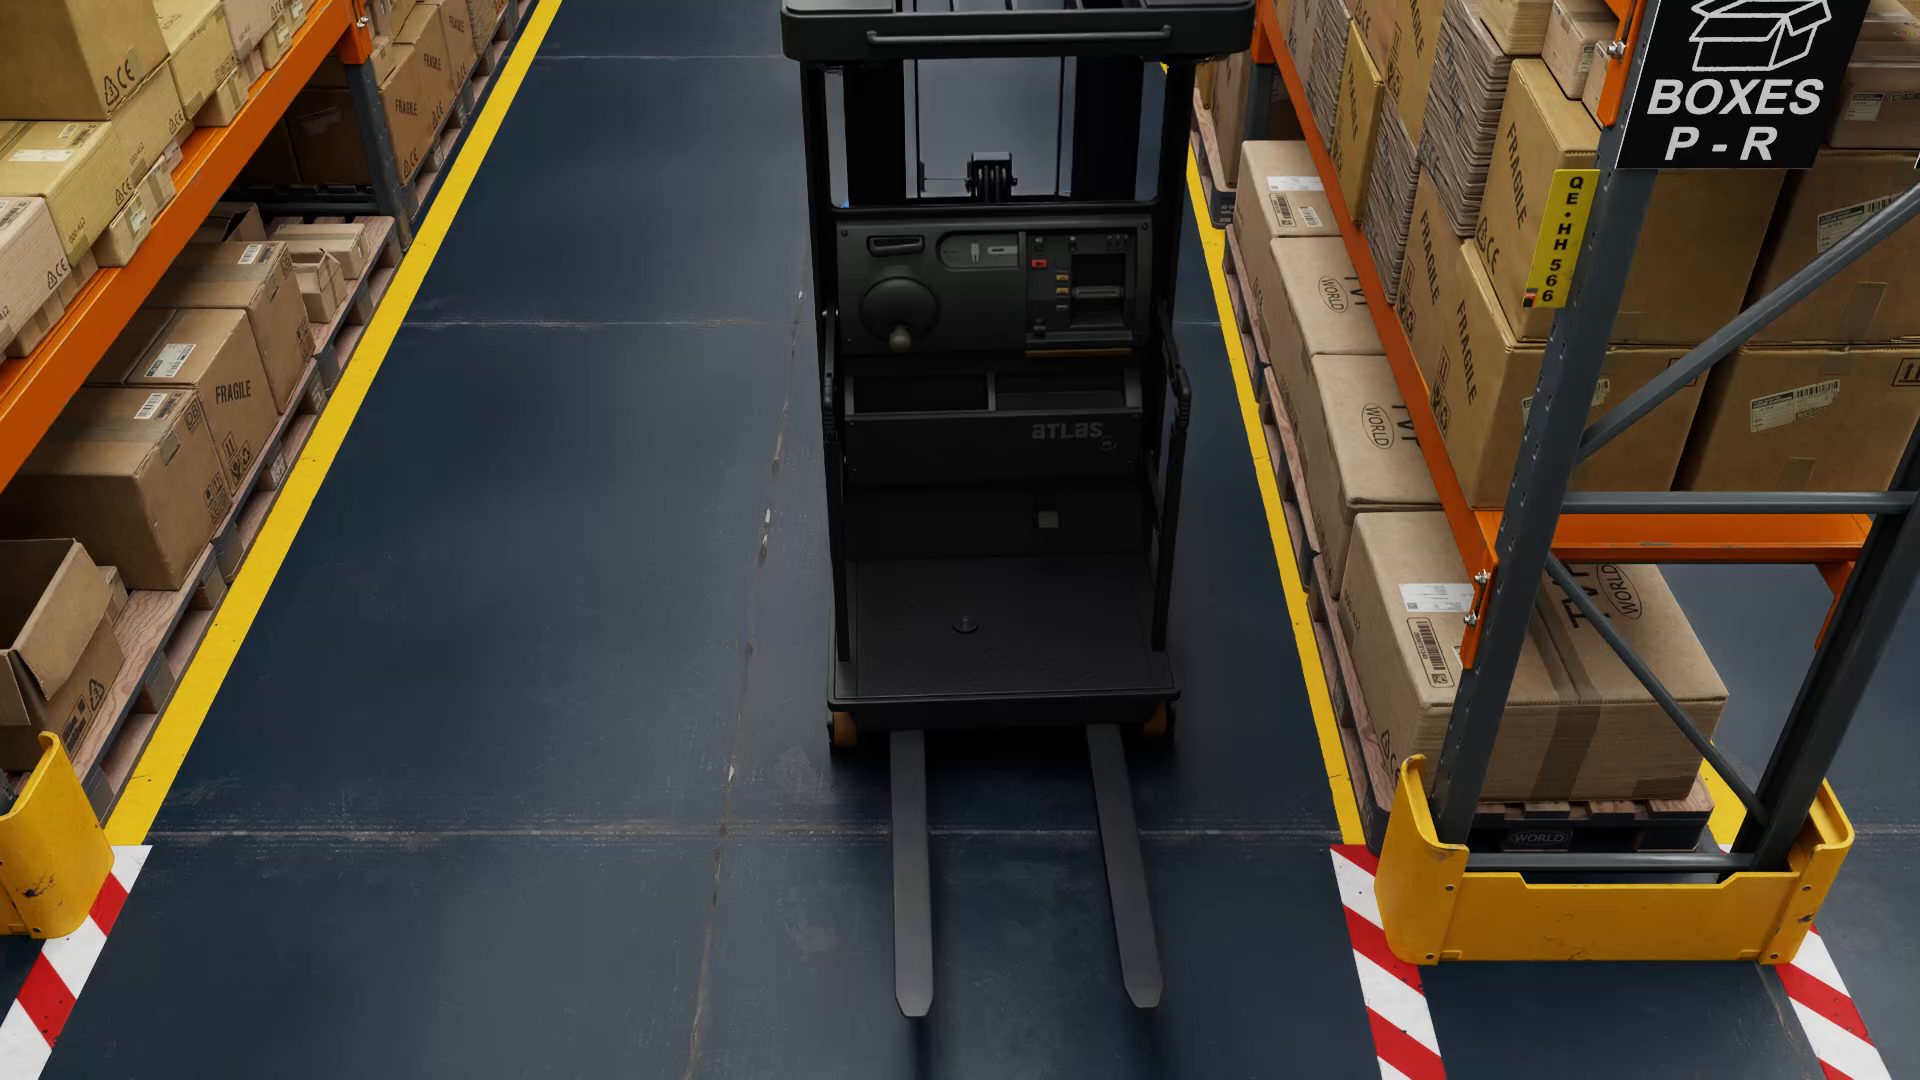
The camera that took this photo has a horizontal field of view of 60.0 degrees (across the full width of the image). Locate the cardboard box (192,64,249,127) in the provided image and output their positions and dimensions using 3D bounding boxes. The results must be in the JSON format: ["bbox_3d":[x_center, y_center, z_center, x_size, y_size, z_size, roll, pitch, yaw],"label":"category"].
[{"bbox_3d":[-2.848,-1.632,6.089,0.380,0.149,0.250,-1,39,-1],"label":"cardboard box"}]

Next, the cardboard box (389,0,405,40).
[{"bbox_3d":[-2.973,-2.578,8.213,0.380,0.149,0.250,-2,39,-2],"label":"cardboard box"}]

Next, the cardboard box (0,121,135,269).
[{"bbox_3d":[-2.880,-1.051,5.044,0.500,0.250,0.500,-1,39,-1],"label":"cardboard box"}]

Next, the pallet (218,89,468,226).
[{"bbox_3d":[-3.188,-1.999,8.575,1.003,0.211,1.213,0,39,0],"label":"pallet"}]

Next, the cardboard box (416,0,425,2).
[{"bbox_3d":[-2.950,-2.906,8.621,0.380,0.149,0.250,0,39,0],"label":"cardboard box"}]

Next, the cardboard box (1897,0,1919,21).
[{"bbox_3d":[2.139,-1.314,4.092,0.380,0.149,0.250,1,39,1],"label":"cardboard box"}]

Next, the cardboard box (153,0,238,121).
[{"bbox_3d":[-2.902,-1.692,5.845,0.500,0.250,0.500,0,39,0],"label":"cardboard box"}]

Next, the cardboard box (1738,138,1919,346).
[{"bbox_3d":[2.103,-0.812,3.985,0.500,0.500,0.500,-1,39,-1],"label":"cardboard box"}]

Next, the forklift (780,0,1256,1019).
[{"bbox_3d":[0.116,-0.679,4.754,1.130,2.935,3.031,-2,39,-2],"label":"forklift"}]

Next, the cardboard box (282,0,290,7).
[{"bbox_3d":[-2.905,-2.317,6.625,0.500,0.250,0.500,1,39,1],"label":"cardboard box"}]

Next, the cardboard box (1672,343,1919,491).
[{"bbox_3d":[2.106,-0.422,4.298,0.500,0.500,0.500,0,39,0],"label":"cardboard box"}]

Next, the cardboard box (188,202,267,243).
[{"bbox_3d":[-3.385,-1.280,7.262,0.500,0.311,0.500,1,39,2],"label":"cardboard box"}]

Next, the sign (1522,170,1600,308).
[{"bbox_3d":[1.277,-0.635,3.529,0.100,0.325,0.005,0,39,0],"label":"sign"}]

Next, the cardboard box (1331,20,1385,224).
[{"bbox_3d":[1.544,-1.382,5.495,0.500,0.500,0.500,1,39,1],"label":"cardboard box"}]

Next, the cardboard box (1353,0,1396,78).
[{"bbox_3d":[1.555,-1.764,5.173,0.500,0.500,0.500,0,39,0],"label":"cardboard box"}]

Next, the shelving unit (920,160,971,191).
[{"bbox_3d":[-0.050,-0.972,6.623,0.215,1.050,0.252,-2,39,-2],"label":"shelving unit"}]

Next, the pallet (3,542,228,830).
[{"bbox_3d":[-3.146,0.465,5.501,1.003,0.211,1.213,0,39,0],"label":"pallet"}]

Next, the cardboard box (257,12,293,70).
[{"bbox_3d":[-2.850,-1.956,6.493,0.380,0.149,0.250,1,39,1],"label":"cardboard box"}]

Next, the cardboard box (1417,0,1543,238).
[{"bbox_3d":[1.551,-1.140,4.394,0.500,0.500,0.500,0,39,0],"label":"cardboard box"}]

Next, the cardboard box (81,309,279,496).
[{"bbox_3d":[-2.913,-0.513,6.155,0.500,0.500,0.500,1,39,1],"label":"cardboard box"}]

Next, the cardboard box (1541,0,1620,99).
[{"bbox_3d":[1.594,-1.148,3.886,0.380,0.149,0.250,1,39,1],"label":"cardboard box"}]

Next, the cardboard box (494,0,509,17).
[{"bbox_3d":[-2.945,-3.364,9.712,0.500,0.500,0.500,2,39,2],"label":"cardboard box"}]

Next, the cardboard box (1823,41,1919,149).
[{"bbox_3d":[2.096,-0.987,3.685,0.380,0.149,0.250,1,39,1],"label":"cardboard box"}]

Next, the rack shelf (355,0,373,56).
[{"bbox_3d":[-3.151,-3.548,8.854,1.077,0.370,4.000,0,39,0],"label":"rack shelf"}]

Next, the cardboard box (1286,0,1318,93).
[{"bbox_3d":[1.550,-2.015,6.286,0.500,0.500,0.500,0,39,0],"label":"cardboard box"}]

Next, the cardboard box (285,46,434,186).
[{"bbox_3d":[-2.925,-2.069,8.097,0.500,0.500,0.500,2,39,2],"label":"cardboard box"}]

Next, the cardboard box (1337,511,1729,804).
[{"bbox_3d":[1.718,0.341,5.139,0.875,0.438,0.875,-1,39,-2],"label":"cardboard box"}]

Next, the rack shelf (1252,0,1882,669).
[{"bbox_3d":[1.817,-1.053,5.740,1.077,0.370,4.000,0,39,0],"label":"rack shelf"}]

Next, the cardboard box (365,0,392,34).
[{"bbox_3d":[-2.932,-2.523,7.906,0.380,0.149,0.250,-2,39,-2],"label":"cardboard box"}]

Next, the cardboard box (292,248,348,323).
[{"bbox_3d":[-2.854,-1.104,7.079,0.396,0.266,0.258,1,39,2],"label":"cardboard box"}]

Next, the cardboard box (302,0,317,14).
[{"bbox_3d":[-2.896,-2.281,6.898,0.380,0.149,0.250,0,39,1],"label":"cardboard box"}]

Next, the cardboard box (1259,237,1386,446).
[{"bbox_3d":[1.710,-0.796,6.557,0.875,0.438,0.875,-1,39,-1],"label":"cardboard box"}]

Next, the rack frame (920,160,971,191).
[{"bbox_3d":[-0.056,-1.048,6.718,0.200,1.050,0.008,-2,39,-2],"label":"rack frame"}]

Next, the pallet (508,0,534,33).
[{"bbox_3d":[-3.191,-3.524,10.479,1.003,0.211,1.213,0,39,0],"label":"pallet"}]

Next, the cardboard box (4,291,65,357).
[{"bbox_3d":[-2.891,-0.666,4.883,0.380,0.149,0.250,1,39,1],"label":"cardboard box"}]

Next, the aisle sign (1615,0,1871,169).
[{"bbox_3d":[1.509,-1.052,3.085,0.394,0.787,0.004,0,39,0],"label":"aisle sign"}]

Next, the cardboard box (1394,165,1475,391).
[{"bbox_3d":[1.568,-0.737,4.691,0.500,0.500,0.500,-1,39,-1],"label":"cardboard box"}]

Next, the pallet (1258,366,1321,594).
[{"bbox_3d":[1.742,-0.255,6.400,1.003,0.211,1.213,0,39,0],"label":"pallet"}]

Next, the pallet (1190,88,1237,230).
[{"bbox_3d":[1.738,-1.978,8.550,1.003,0.211,1.213,0,39,0],"label":"pallet"}]

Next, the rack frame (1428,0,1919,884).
[{"bbox_3d":[1.819,-0.083,3.955,1.000,3.000,0.127,0,39,0],"label":"rack frame"}]

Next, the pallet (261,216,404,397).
[{"bbox_3d":[-3.149,-1.060,7.405,1.003,0.211,1.213,0,39,0],"label":"pallet"}]

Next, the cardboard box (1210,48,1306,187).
[{"bbox_3d":[1.734,-2.307,8.093,0.875,0.875,0.875,1,39,1],"label":"cardboard box"}]

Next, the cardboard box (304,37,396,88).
[{"bbox_3d":[-2.883,-2.244,7.796,0.380,0.149,0.250,2,39,2],"label":"cardboard box"}]

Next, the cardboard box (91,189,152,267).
[{"bbox_3d":[-2.822,-0.990,5.288,0.380,0.149,0.250,-1,39,-1],"label":"cardboard box"}]

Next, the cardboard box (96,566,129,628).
[{"bbox_3d":[-3.012,0.224,5.516,0.380,0.149,0.250,-1,39,-2],"label":"cardboard box"}]

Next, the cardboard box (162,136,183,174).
[{"bbox_3d":[-2.912,-1.316,5.694,0.380,0.149,0.250,0,39,0],"label":"cardboard box"}]

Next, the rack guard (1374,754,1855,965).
[{"bbox_3d":[1.819,0.908,4.717,1.175,0.500,0.348,0,39,0],"label":"rack guard"}]

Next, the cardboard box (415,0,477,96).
[{"bbox_3d":[-2.931,-2.714,8.902,0.500,0.500,0.500,-1,39,-1],"label":"cardboard box"}]

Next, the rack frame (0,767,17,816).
[{"bbox_3d":[-3.144,-0.077,3.947,1.000,3.000,0.127,0,39,0],"label":"rack frame"}]
